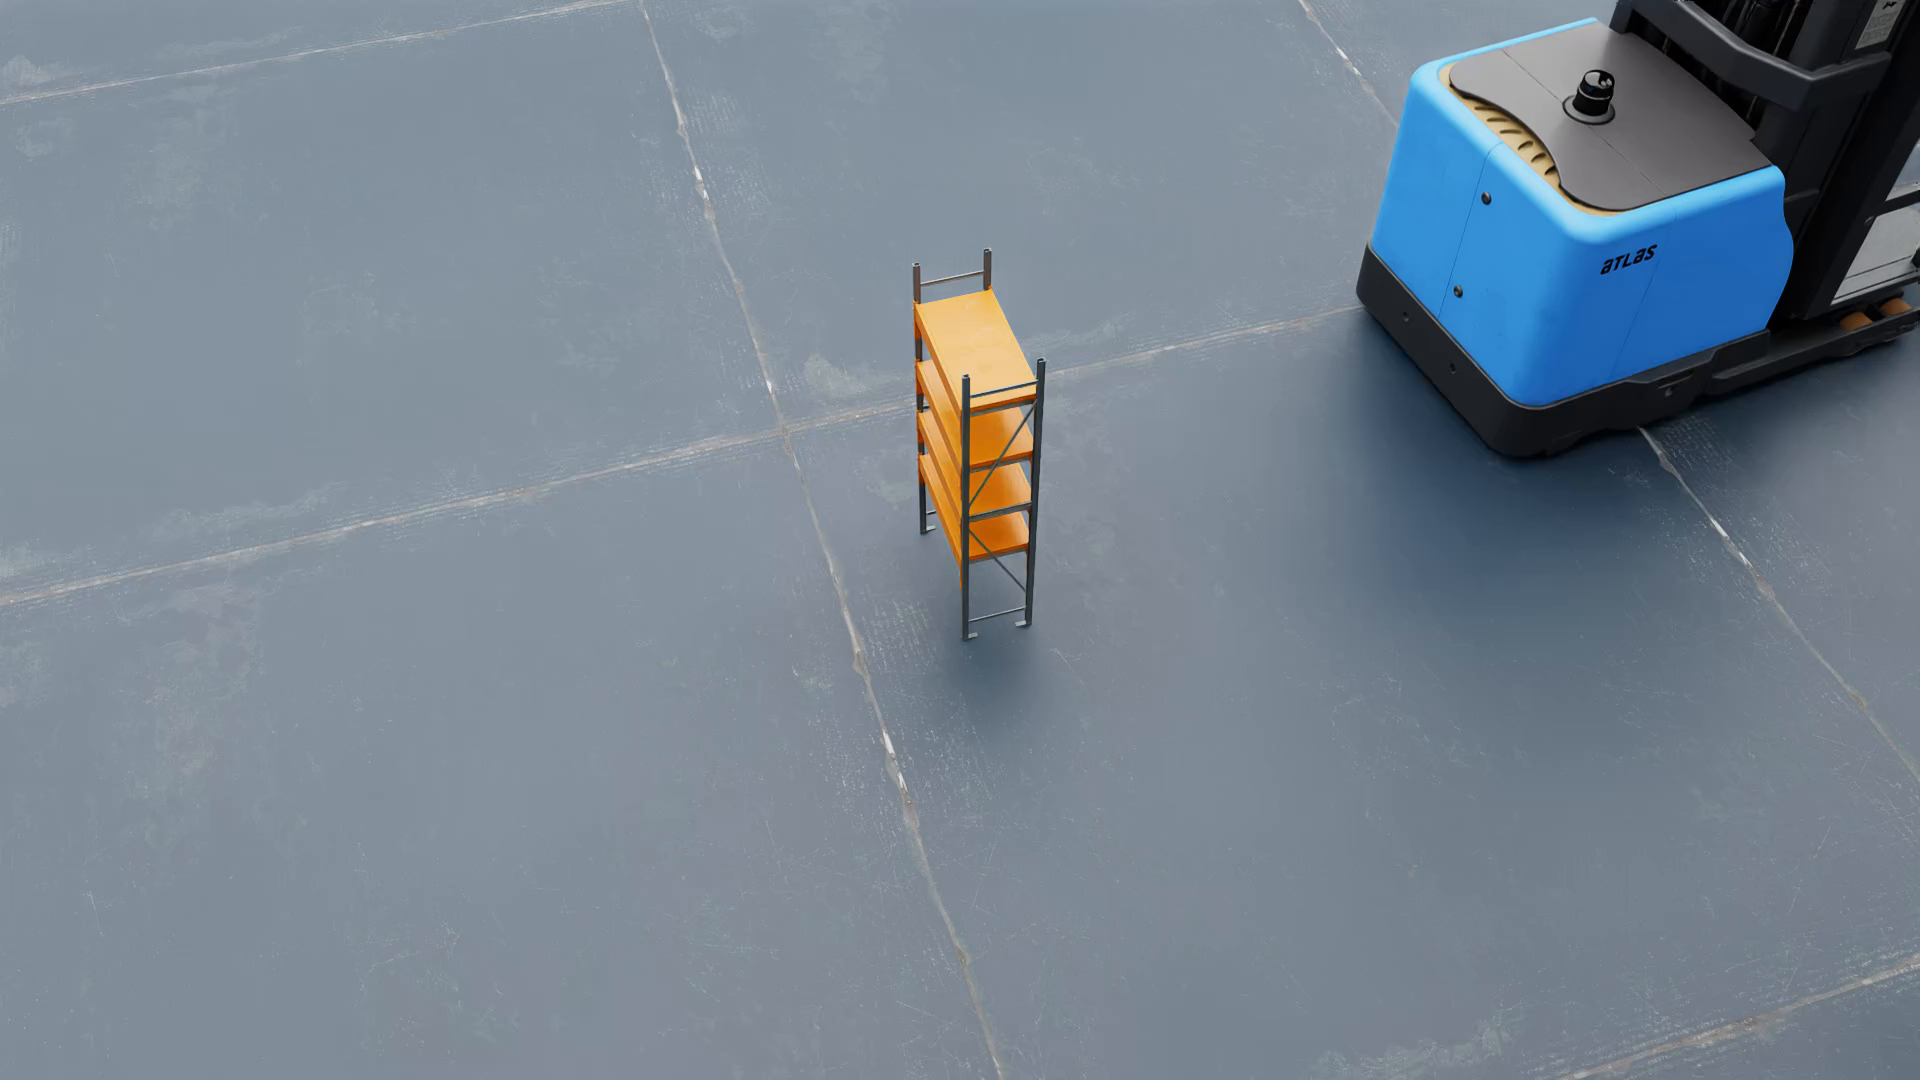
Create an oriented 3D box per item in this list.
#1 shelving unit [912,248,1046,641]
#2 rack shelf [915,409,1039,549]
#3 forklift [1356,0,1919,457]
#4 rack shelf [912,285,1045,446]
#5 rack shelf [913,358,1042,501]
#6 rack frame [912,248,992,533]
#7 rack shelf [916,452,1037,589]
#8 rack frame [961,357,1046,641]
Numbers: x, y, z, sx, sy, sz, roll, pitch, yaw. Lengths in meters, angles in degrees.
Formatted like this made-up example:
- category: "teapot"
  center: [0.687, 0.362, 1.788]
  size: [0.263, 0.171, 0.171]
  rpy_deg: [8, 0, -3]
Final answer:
- category: "shelving unit"
  center: [0.049, -0.266, 5.189]
  size: [0.258, 1.200, 0.503]
  rpy_deg: [-13, 51, -11]
- category: "rack shelf"
  center: [0.049, -0.222, 5.241]
  size: [0.258, 0.148, 0.480]
  rpy_deg: [-13, 51, -11]
- category: "forklift"
  center: [3.104, -2.000, 5.519]
  size: [3.031, 2.935, 1.130]
  rpy_deg: [-19, 52, -15]
- category: "rack shelf"
  center: [0.049, -0.519, 4.889]
  size: [0.258, 0.148, 0.480]
  rpy_deg: [-13, 51, -11]
- category: "rack shelf"
  center: [0.049, -0.367, 5.070]
  size: [0.258, 0.148, 0.480]
  rpy_deg: [-13, 51, -11]
- category: "rack frame"
  center: [-0.023, -0.444, 5.340]
  size: [0.240, 1.200, 0.015]
  rpy_deg: [-13, 51, -11]
- category: "rack shelf"
  center: [0.049, -0.094, 5.393]
  size: [0.258, 0.148, 0.480]
  rpy_deg: [-13, 51, -11]
- category: "rack frame"
  center: [0.121, -0.088, 5.039]
  size: [0.240, 1.200, 0.015]
  rpy_deg: [-13, 51, -11]
